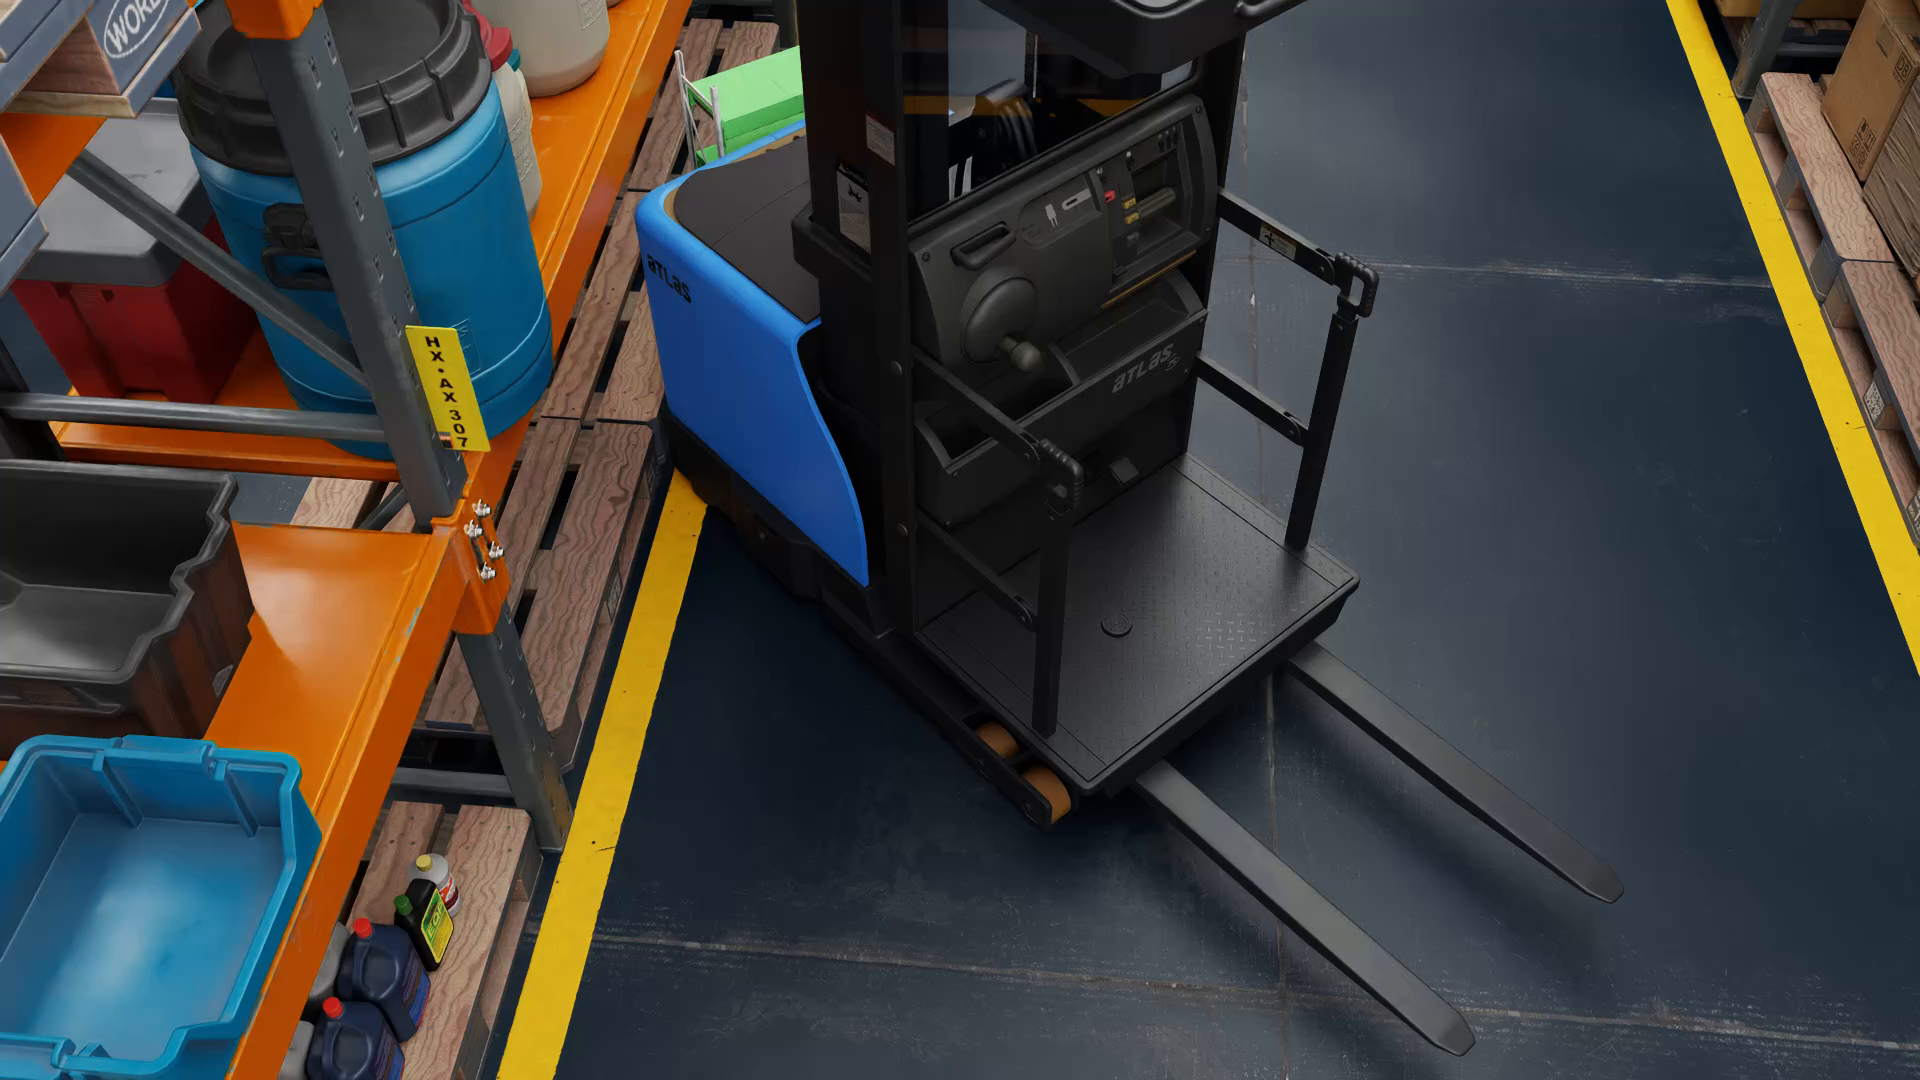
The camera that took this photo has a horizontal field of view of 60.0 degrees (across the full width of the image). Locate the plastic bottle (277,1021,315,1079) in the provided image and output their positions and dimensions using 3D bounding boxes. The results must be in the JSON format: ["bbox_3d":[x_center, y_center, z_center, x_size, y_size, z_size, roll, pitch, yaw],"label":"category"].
[{"bbox_3d":[-1.500,1.165,3.699,0.152,0.276,0.135,4,48,4],"label":"plastic bottle"}]

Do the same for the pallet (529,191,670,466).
[{"bbox_3d":[-1.419,-0.785,5.825,1.003,0.211,1.213,4,48,4],"label":"pallet"}]

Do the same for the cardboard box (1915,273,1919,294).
[{"bbox_3d":[3.612,-0.840,5.381,0.700,0.500,0.500,7,48,7],"label":"cardboard box"}]

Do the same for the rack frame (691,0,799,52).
[{"bbox_3d":[-1.196,-3.187,6.132,1.000,3.000,0.127,4,48,4],"label":"rack frame"}]

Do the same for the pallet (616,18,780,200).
[{"bbox_3d":[-1.305,-1.679,6.643,1.003,0.211,1.213,4,48,4],"label":"pallet"}]

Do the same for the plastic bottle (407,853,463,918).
[{"bbox_3d":[-1.283,0.836,4.051,0.097,0.201,0.097,0,48,0],"label":"plastic bottle"}]

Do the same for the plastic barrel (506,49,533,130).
[{"bbox_3d":[-1.287,-1.163,4.375,0.301,0.262,0.301,0,48,0],"label":"plastic barrel"}]

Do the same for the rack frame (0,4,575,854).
[{"bbox_3d":[-1.561,-0.248,3.444,1.000,3.000,0.127,4,48,4],"label":"rack frame"}]

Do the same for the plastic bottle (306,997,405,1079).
[{"bbox_3d":[-1.350,1.131,3.679,0.144,0.351,0.185,2,48,2],"label":"plastic bottle"}]

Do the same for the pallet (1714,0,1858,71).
[{"bbox_3d":[3.883,-2.487,7.382,1.003,0.211,1.213,4,48,4],"label":"pallet"}]

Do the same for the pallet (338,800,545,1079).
[{"bbox_3d":[-1.663,1.184,4.024,1.003,0.211,1.213,4,48,4],"label":"pallet"}]

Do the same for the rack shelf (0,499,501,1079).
[{"bbox_3d":[-1.743,1.465,2.365,1.077,0.370,4.000,4,48,4],"label":"rack shelf"}]

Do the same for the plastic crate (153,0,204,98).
[{"bbox_3d":[-1.770,-1.074,4.210,0.392,0.384,0.575,4,48,4],"label":"plastic crate"}]

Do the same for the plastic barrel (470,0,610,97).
[{"bbox_3d":[-1.188,-1.521,4.516,0.433,0.535,0.433,0,48,0],"label":"plastic barrel"}]

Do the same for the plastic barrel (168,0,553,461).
[{"bbox_3d":[-1.224,-0.681,3.500,0.600,0.901,0.708,4,48,4],"label":"plastic barrel"}]

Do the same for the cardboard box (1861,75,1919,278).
[{"bbox_3d":[3.657,-1.257,5.763,0.700,0.500,0.500,0,48,0],"label":"cardboard box"}]

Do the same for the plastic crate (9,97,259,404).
[{"bbox_3d":[-1.821,-0.646,3.765,0.402,0.464,0.583,4,48,4],"label":"plastic crate"}]

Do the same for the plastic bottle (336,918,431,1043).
[{"bbox_3d":[-1.332,0.990,3.808,0.144,0.351,0.185,3,48,2],"label":"plastic bottle"}]

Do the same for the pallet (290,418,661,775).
[{"bbox_3d":[-1.528,0.114,5.003,1.003,0.211,1.213,4,48,4],"label":"pallet"}]

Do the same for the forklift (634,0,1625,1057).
[{"bbox_3d":[0.413,-0.642,3.851,1.130,2.935,3.031,-33,56,-26],"label":"forklift"}]

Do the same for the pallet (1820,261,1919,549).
[{"bbox_3d":[3.550,-0.445,5.514,1.003,0.211,1.213,4,48,4],"label":"pallet"}]

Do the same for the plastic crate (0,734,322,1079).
[{"bbox_3d":[-1.391,0.634,2.738,0.499,0.251,0.616,4,48,4],"label":"plastic crate"}]

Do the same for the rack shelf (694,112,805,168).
[{"bbox_3d":[-0.576,-1.200,5.295,0.480,0.148,0.258,-26,53,-22],"label":"rack shelf"}]

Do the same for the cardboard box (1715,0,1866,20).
[{"bbox_3d":[3.820,-2.784,6.919,1.225,0.875,0.875,2,48,2],"label":"cardboard box"}]

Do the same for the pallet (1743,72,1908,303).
[{"bbox_3d":[3.664,-1.339,6.331,1.003,0.211,1.213,4,48,4],"label":"pallet"}]

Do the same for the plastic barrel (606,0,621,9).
[{"bbox_3d":[-1.149,-1.839,4.807,0.433,0.535,0.433,0,48,0],"label":"plastic barrel"}]

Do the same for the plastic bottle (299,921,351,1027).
[{"bbox_3d":[-1.476,0.981,3.817,0.144,0.351,0.185,4,48,4],"label":"plastic bottle"}]

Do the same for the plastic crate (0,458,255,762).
[{"bbox_3d":[-1.735,0.149,3.123,0.767,0.338,0.504,4,48,4],"label":"plastic crate"}]

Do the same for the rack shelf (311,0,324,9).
[{"bbox_3d":[-1.378,-2.487,3.947,1.077,0.370,4.000,4,48,4],"label":"rack shelf"}]

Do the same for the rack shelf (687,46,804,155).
[{"bbox_3d":[-0.576,-1.362,5.118,0.480,0.148,0.258,-26,53,-22],"label":"rack shelf"}]

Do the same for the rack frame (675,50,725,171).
[{"bbox_3d":[-0.778,-0.980,5.333,0.015,1.200,0.240,-26,53,-22],"label":"rack frame"}]

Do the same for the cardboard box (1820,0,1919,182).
[{"bbox_3d":[3.695,-1.665,6.136,0.700,0.500,0.500,2,48,1],"label":"cardboard box"}]

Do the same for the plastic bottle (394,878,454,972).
[{"bbox_3d":[-1.276,0.896,3.940,0.061,0.283,0.133,6,48,5],"label":"plastic bottle"}]

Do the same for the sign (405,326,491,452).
[{"bbox_3d":[-1.014,-0.296,3.301,0.100,0.325,0.005,4,48,4],"label":"sign"}]

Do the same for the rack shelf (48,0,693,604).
[{"bbox_3d":[-1.378,-1.475,5.054,1.077,0.370,4.000,4,48,4],"label":"rack shelf"}]

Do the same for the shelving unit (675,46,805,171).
[{"bbox_3d":[-0.576,-1.081,5.425,0.503,1.200,0.258,-26,53,-22],"label":"shelving unit"}]

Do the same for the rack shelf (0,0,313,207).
[{"bbox_3d":[-1.743,0.452,1.258,1.077,0.370,4.000,4,48,4],"label":"rack shelf"}]

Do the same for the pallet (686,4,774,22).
[{"bbox_3d":[-1.166,-2.828,7.694,1.003,0.211,1.213,4,48,4],"label":"pallet"}]

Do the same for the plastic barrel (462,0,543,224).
[{"bbox_3d":[-1.255,-0.982,4.023,0.433,0.535,0.433,0,48,0],"label":"plastic barrel"}]

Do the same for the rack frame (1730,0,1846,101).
[{"bbox_3d":[3.736,-2.854,5.828,1.000,3.000,0.127,4,48,4],"label":"rack frame"}]
